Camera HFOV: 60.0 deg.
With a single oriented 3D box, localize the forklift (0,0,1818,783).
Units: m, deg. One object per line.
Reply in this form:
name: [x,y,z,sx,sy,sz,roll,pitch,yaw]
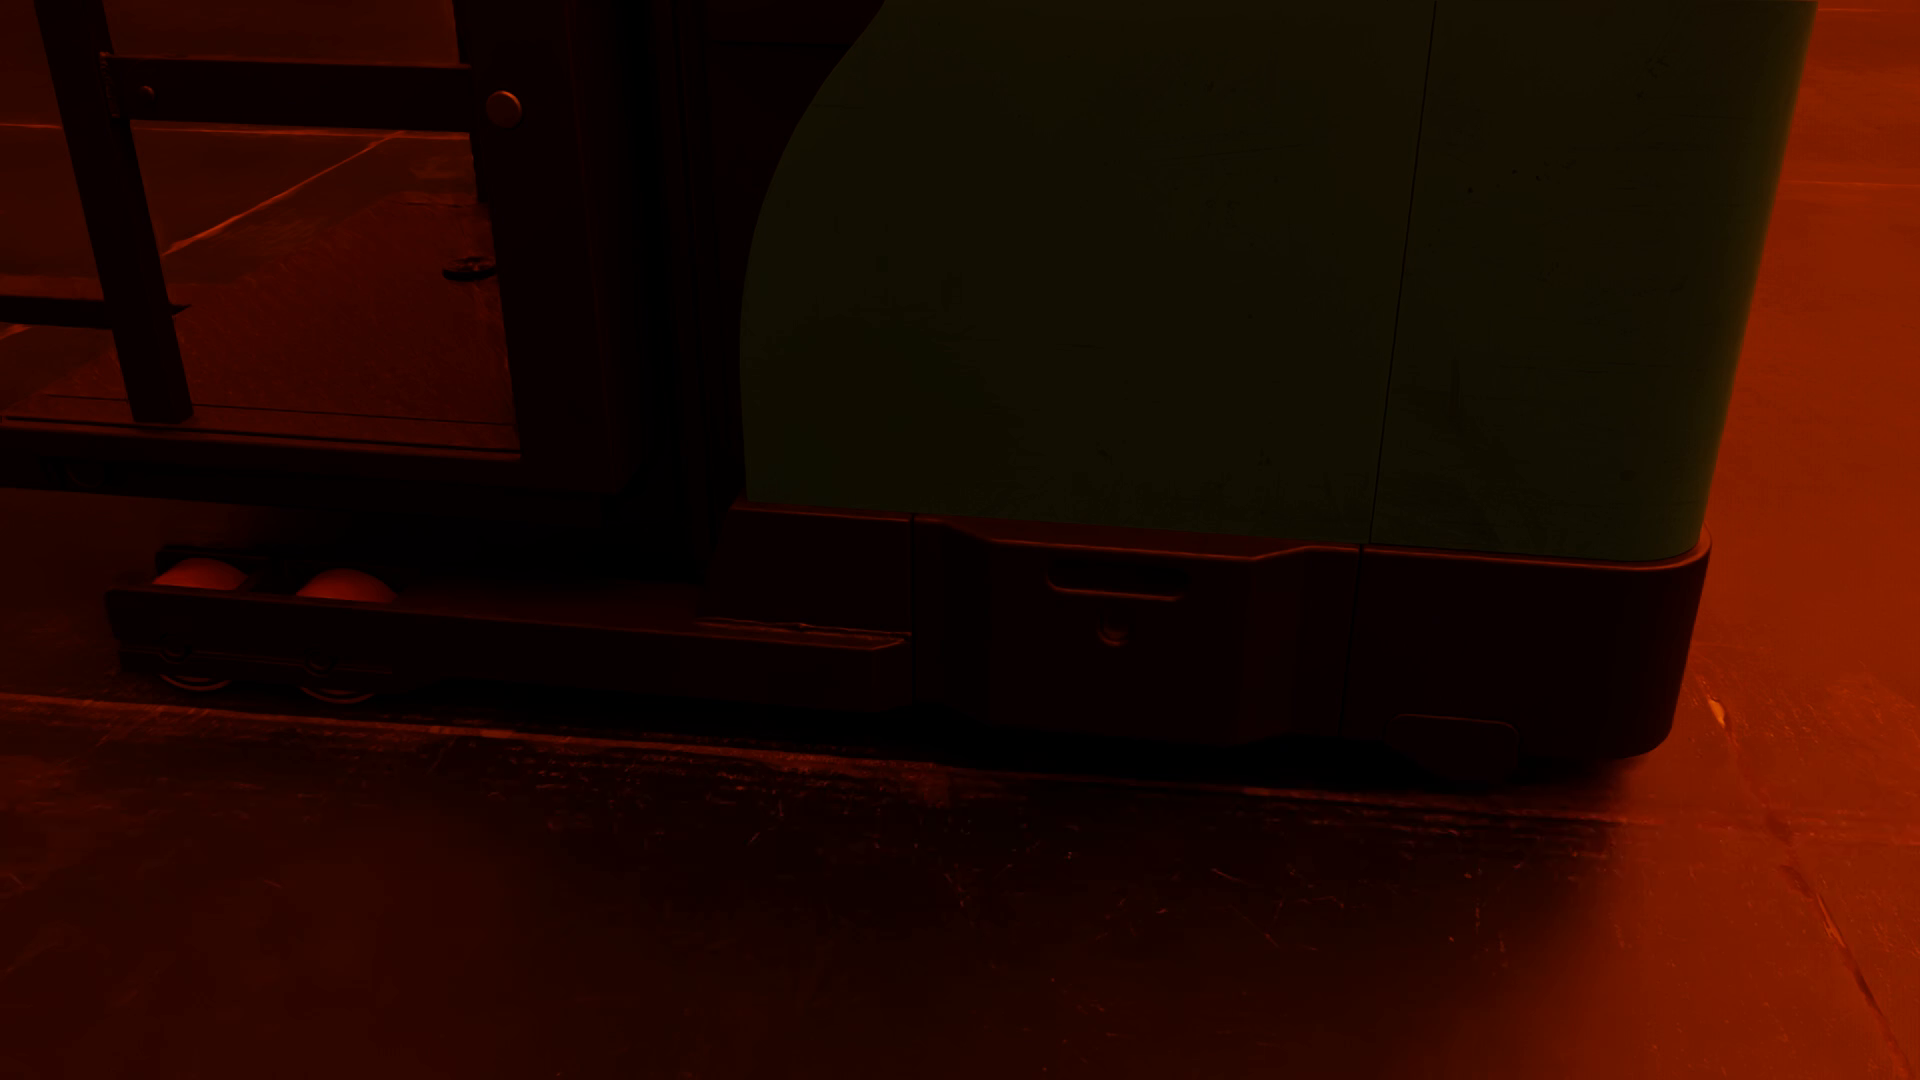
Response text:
forklift: [-0.609,-1.333,1.889,3.031,2.935,1.130,4,27,8]
